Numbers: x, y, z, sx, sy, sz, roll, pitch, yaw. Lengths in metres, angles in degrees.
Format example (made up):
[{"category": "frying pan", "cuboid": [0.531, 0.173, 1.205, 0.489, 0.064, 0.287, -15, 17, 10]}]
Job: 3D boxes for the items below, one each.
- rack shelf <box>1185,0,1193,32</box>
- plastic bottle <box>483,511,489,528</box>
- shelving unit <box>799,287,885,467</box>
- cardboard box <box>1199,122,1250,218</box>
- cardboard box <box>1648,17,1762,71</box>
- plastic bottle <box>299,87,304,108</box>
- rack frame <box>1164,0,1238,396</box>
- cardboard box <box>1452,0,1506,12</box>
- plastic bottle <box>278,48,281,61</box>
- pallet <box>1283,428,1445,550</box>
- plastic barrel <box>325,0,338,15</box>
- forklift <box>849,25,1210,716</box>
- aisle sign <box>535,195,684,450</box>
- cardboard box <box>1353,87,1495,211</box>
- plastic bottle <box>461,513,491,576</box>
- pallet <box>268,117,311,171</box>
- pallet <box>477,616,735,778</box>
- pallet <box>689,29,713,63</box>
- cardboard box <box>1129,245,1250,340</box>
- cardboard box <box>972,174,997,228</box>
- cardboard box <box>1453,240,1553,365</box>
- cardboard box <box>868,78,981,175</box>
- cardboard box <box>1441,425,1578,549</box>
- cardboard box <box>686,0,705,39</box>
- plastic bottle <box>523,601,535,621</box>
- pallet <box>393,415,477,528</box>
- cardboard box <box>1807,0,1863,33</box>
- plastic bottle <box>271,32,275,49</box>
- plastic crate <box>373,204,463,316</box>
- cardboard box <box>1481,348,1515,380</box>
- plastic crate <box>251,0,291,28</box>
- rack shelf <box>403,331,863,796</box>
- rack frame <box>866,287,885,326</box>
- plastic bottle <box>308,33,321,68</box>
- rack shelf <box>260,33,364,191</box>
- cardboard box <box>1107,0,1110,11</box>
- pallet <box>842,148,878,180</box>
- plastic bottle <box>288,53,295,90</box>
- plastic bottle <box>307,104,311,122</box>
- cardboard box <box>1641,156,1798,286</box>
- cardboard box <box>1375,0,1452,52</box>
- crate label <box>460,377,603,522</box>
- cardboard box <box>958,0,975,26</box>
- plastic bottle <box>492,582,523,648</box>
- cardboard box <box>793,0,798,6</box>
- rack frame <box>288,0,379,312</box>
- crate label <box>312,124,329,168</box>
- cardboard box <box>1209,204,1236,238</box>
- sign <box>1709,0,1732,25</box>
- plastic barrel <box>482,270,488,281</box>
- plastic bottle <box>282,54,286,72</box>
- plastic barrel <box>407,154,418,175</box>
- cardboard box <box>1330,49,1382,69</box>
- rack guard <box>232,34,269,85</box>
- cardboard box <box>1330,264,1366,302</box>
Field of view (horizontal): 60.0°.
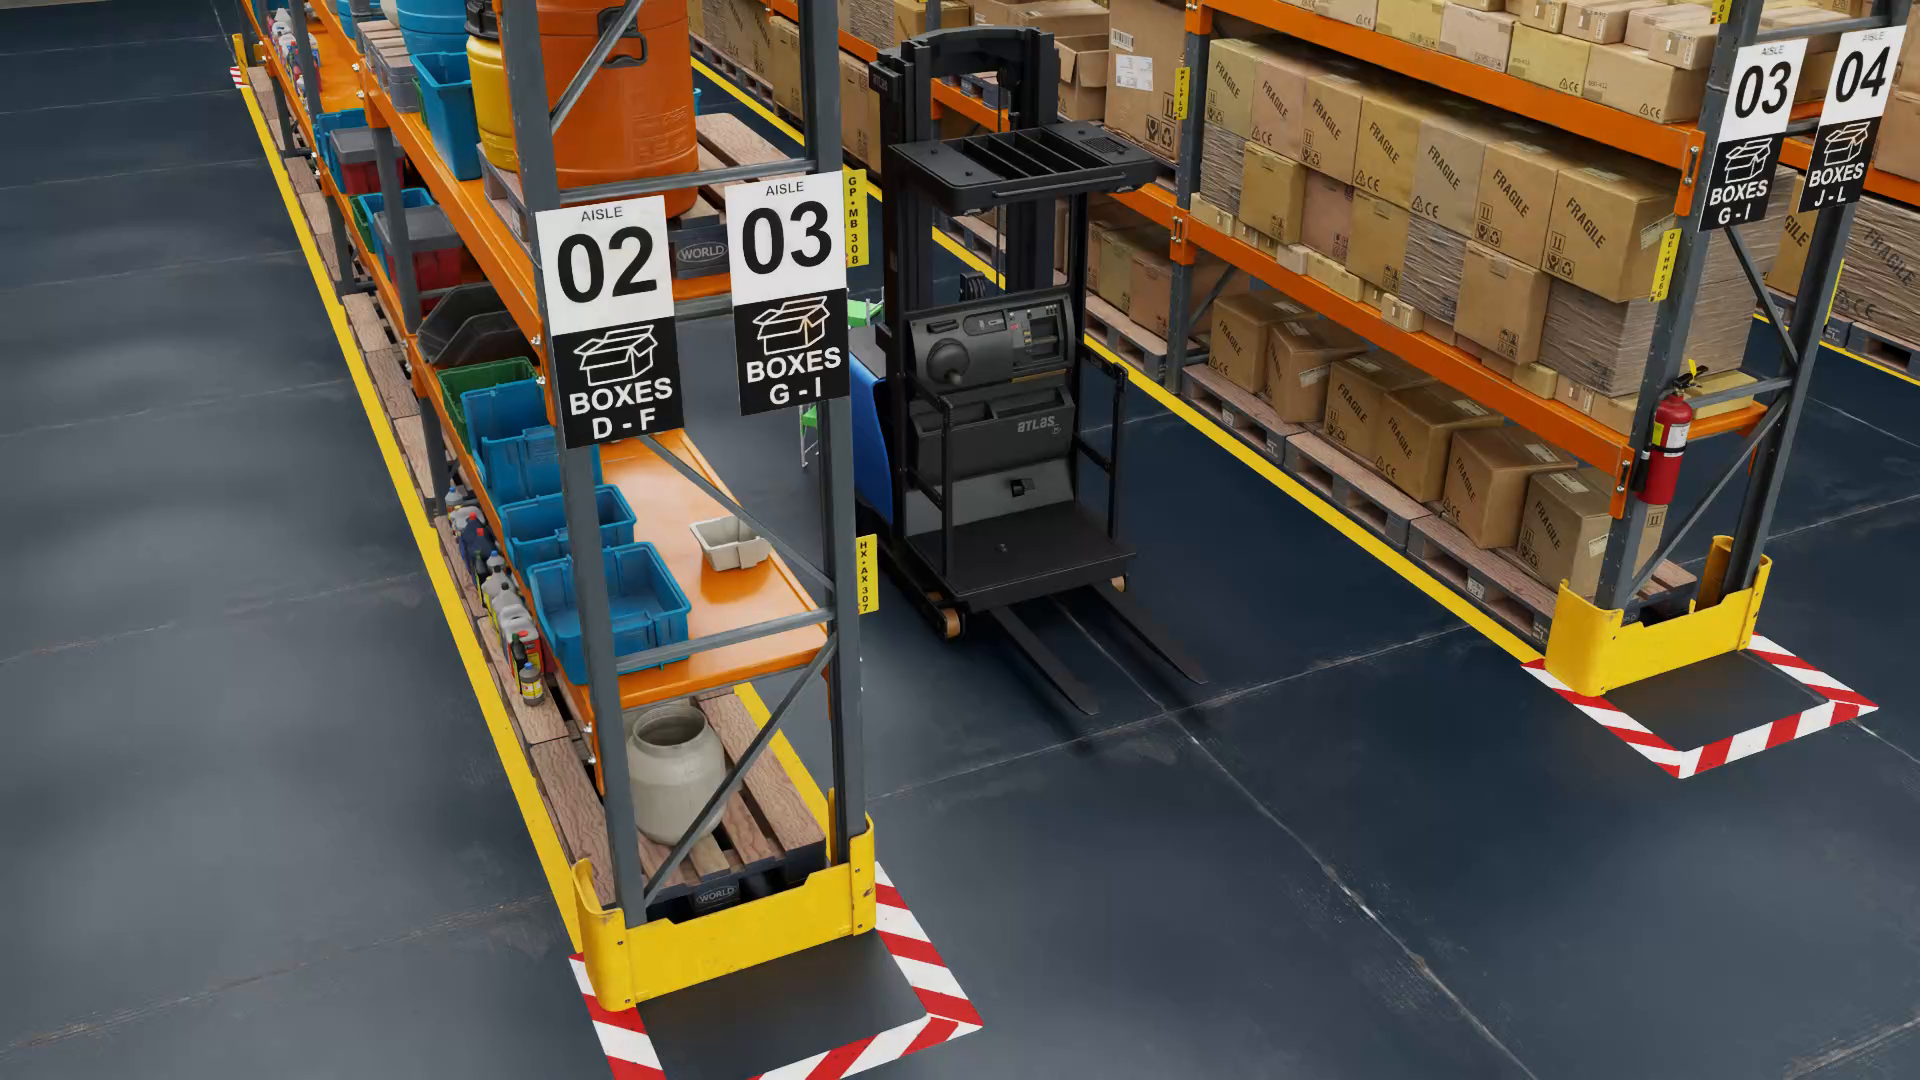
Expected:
[{"category": "rack shelf", "cuboid": [1.046, -4.320, 12.057, 1.077, 0.370, 4.000, -13, 32, -22]}, {"category": "plastic bottle", "cuboid": [-2.569, -0.062, 9.122, 0.061, 0.283, 0.133, -13, 32, -22]}, {"category": "shelving unit", "cuboid": [-0.727, -0.996, 10.299, 0.503, 1.200, 0.258, 12, 31, 20]}, {"category": "cardboard box", "cuboid": [2.041, -2.404, 10.564, 0.875, 0.500, 0.500, -13, 32, -22]}, {"category": "cardboard box", "cuboid": [3.220, -2.149, 7.195, 0.380, 0.149, 0.250, -13, 32, -22]}, {"category": "plastic bottle", "cuboid": [-5.186, -3.544, 13.206, 0.097, 0.201, 0.097, 0, 29, 0]}, {"category": "rack frame", "cuboid": [1.904, -2.442, 11.039, 1.000, 3.000, 0.127, -13, 32, -22]}, {"category": "cardboard box", "cuboid": [2.668, -2.726, 8.223, 0.380, 0.149, 0.250, -15, 32, -24]}, {"category": "plastic bottle", "cuboid": [-5.883, -4.261, 14.484, 0.097, 0.201, 0.097, 0, 29, 0]}, {"category": "pallet", "cuboid": [2.752, -0.397, 10.242, 1.003, 0.211, 1.213, -13, 32, -22]}, {"category": "plastic barrel", "cuboid": [-3.264, -3.397, 9.162, 0.600, 0.901, 0.600, 0, 29, 0]}, {"category": "forklift", "cuboid": [0.268, -1.000, 8.536, 1.130, 2.935, 3.031, -13, 32, -22]}, {"category": "aisle sign", "cuboid": [-1.089, -0.675, 5.229, 0.394, 0.787, 0.004, -13, 32, -22]}, {"category": "cardboard box", "cuboid": [2.523, -2.140, 9.070, 0.500, 0.500, 0.500, -13, 32, -22]}, {"category": "plastic bottle", "cuboid": [-2.597, 0.005, 8.933, 0.144, 0.351, 0.185, -12, 32, -21]}, {"category": "pallet", "cuboid": [-6.354, -4.037, 16.733, 1.003, 0.211, 1.213, -13, 32, -22]}, {"category": "pallet", "cuboid": [-1.791, 0.659, 8.359, 1.003, 0.211, 1.213, -13, 32, -22]}, {"category": "pallet", "cuboid": [-2.834, -6.190, 20.573, 1.003, 0.211, 1.213, -13, 32, -22]}, {"category": "cardboard box", "cuboid": [1.660, -1.820, 12.034, 0.700, 0.500, 0.500, -16, 33, -26]}, {"category": "cardboard box", "cuboid": [0.493, -3.019, 14.173, 0.700, 0.500, 0.500, -15, 33, -25]}, {"category": "cardboard box", "cuboid": [3.087, -1.293, 8.583, 0.875, 0.500, 0.500, -13, 32, -22]}, {"category": "cardboard box", "cuboid": [-0.091, -3.775, 15.158, 1.225, 0.875, 0.875, -15, 32, -24]}, {"category": "cardboard box", "cuboid": [3.081, -0.305, 9.353, 0.500, 0.500, 0.500, -5, 30, -9]}, {"category": "cardboard box", "cuboid": [-2.900, -6.734, 20.435, 0.875, 0.875, 0.875, -13, 32, -22]}, {"category": "plastic bottle", "cuboid": [-2.164, 0.379, 8.419, 0.097, 0.201, 0.097, 0, 29, 0]}, {"category": "pallet", "cuboid": [-2.941, -0.525, 10.470, 1.003, 0.211, 1.213, -13, 32, -22]}, {"category": "cardboard box", "cuboid": [6.555, -3.805, 12.212, 0.875, 0.550, 0.550, -13, 32, -22]}, {"category": "plastic bottle", "cuboid": [-6.108, -4.492, 14.897, 0.097, 0.201, 0.097, 0, 29, 0]}, {"category": "plastic crate", "cuboid": [-3.053, -1.580, 9.435, 0.402, 0.464, 0.583, -13, 32, -22]}, {"category": "cardboard box", "cuboid": [2.959, -0.972, 8.674, 0.380, 0.149, 0.250, -13, 32, -22]}, {"category": "plastic crate", "cuboid": [-6.512, -5.090, 15.715, 0.392, 0.384, 0.575, -13, 32, -22]}, {"category": "rack shelf", "cuboid": [-1.711, -0.205, 7.784, 1.077, 0.370, 4.000, -13, 32, -22]}, {"category": "rack frame", "cuboid": [-0.503, -0.948, 10.214, 0.015, 1.200, 0.240, 12, 31, 20]}, {"category": "plastic bottle", "cuboid": [-5.614, -4.221, 14.337, 0.152, 0.276, 0.135, -13, 32, -22]}, {"category": "rack shelf", "cuboid": [-5.145, -3.739, 14.087, 1.077, 0.370, 4.000, -13, 32, -22]}, {"category": "cardboard box", "cuboid": [2.069, -6.709, 20.829, 0.380, 0.149, 0.250, -15, 32, -24]}, {"category": "pallet", "cuboid": [-0.603, -3.895, 16.481, 1.003, 0.211, 1.213, -13, 32, -22]}, {"category": "plastic bottle", "cuboid": [-5.473, -3.853, 13.674, 0.061, 0.283, 0.133, -13, 32, -22]}, {"category": "plastic bottle", "cuboid": [-4.977, -3.329, 12.822, 0.097, 0.201, 0.097, 0, 29, 0]}, {"category": "cardboard box", "cuboid": [3.631, -1.585, 8.081, 0.500, 0.500, 0.500, -13, 32, -22]}, {"category": "cardboard box", "cuboid": [2.535, -2.747, 8.669, 0.500, 0.250, 0.500, -14, 32, -23]}, {"category": "crate label", "cuboid": [-1.886, -0.407, 7.373, 0.502, 0.435, 0.616, -13, 32, -22]}, {"category": "cardboard box", "cuboid": [0.224, -4.525, 14.650, 0.500, 0.500, 0.500, -12, 31, -21]}, {"category": "plastic bottle", "cuboid": [-2.254, 0.358, 8.303, 0.144, 0.351, 0.185, -12, 31, -20]}, {"category": "cardboard box", "cuboid": [-1.342, -5.542, 16.465, 0.500, 0.500, 0.500, -13, 32, -22]}, {"category": "rack frame", "cuboid": [-4.286, -3.169, 12.335, 1.000, 3.000, 0.127, -13, 32, -22]}, {"category": "crate label", "cuboid": [-4.444, -2.832, 11.904, 0.303, 0.233, 0.416, -13, 32, -22]}, {"category": "cardboard box", "cuboid": [1.820, -2.061, 10.616, 0.380, 0.149, 0.250, -13, 32, -22]}, {"category": "sign", "cuboid": [3.111, -2.262, 6.745, 0.100, 0.325, 0.005, -13, 32, -22]}, {"category": "plastic barrel", "cuboid": [-2.461, -1.855, 9.479, 0.600, 0.901, 0.708, -13, 32, -22]}, {"category": "plastic bottle", "cuboid": [-5.726, -4.099, 14.196, 0.097, 0.201, 0.097, 0, 29, 0]}, {"category": "plastic barrel", "cuboid": [-3.652, -2.809, 11.577, 0.421, 0.512, 0.421, 0, 29, 0]}, {"category": "cardboard box", "cuboid": [2.562, -2.690, 10.052, 0.500, 0.500, 0.500, -13, 32, -22]}, {"category": "rack guard", "cuboid": [-7.743, -5.621, 19.263, 1.175, 0.500, 0.348, -13, 32, -22]}, {"category": "cardboard box", "cuboid": [2.381, -1.515, 9.641, 0.380, 0.149, 0.250, -13, 32, -22]}]
